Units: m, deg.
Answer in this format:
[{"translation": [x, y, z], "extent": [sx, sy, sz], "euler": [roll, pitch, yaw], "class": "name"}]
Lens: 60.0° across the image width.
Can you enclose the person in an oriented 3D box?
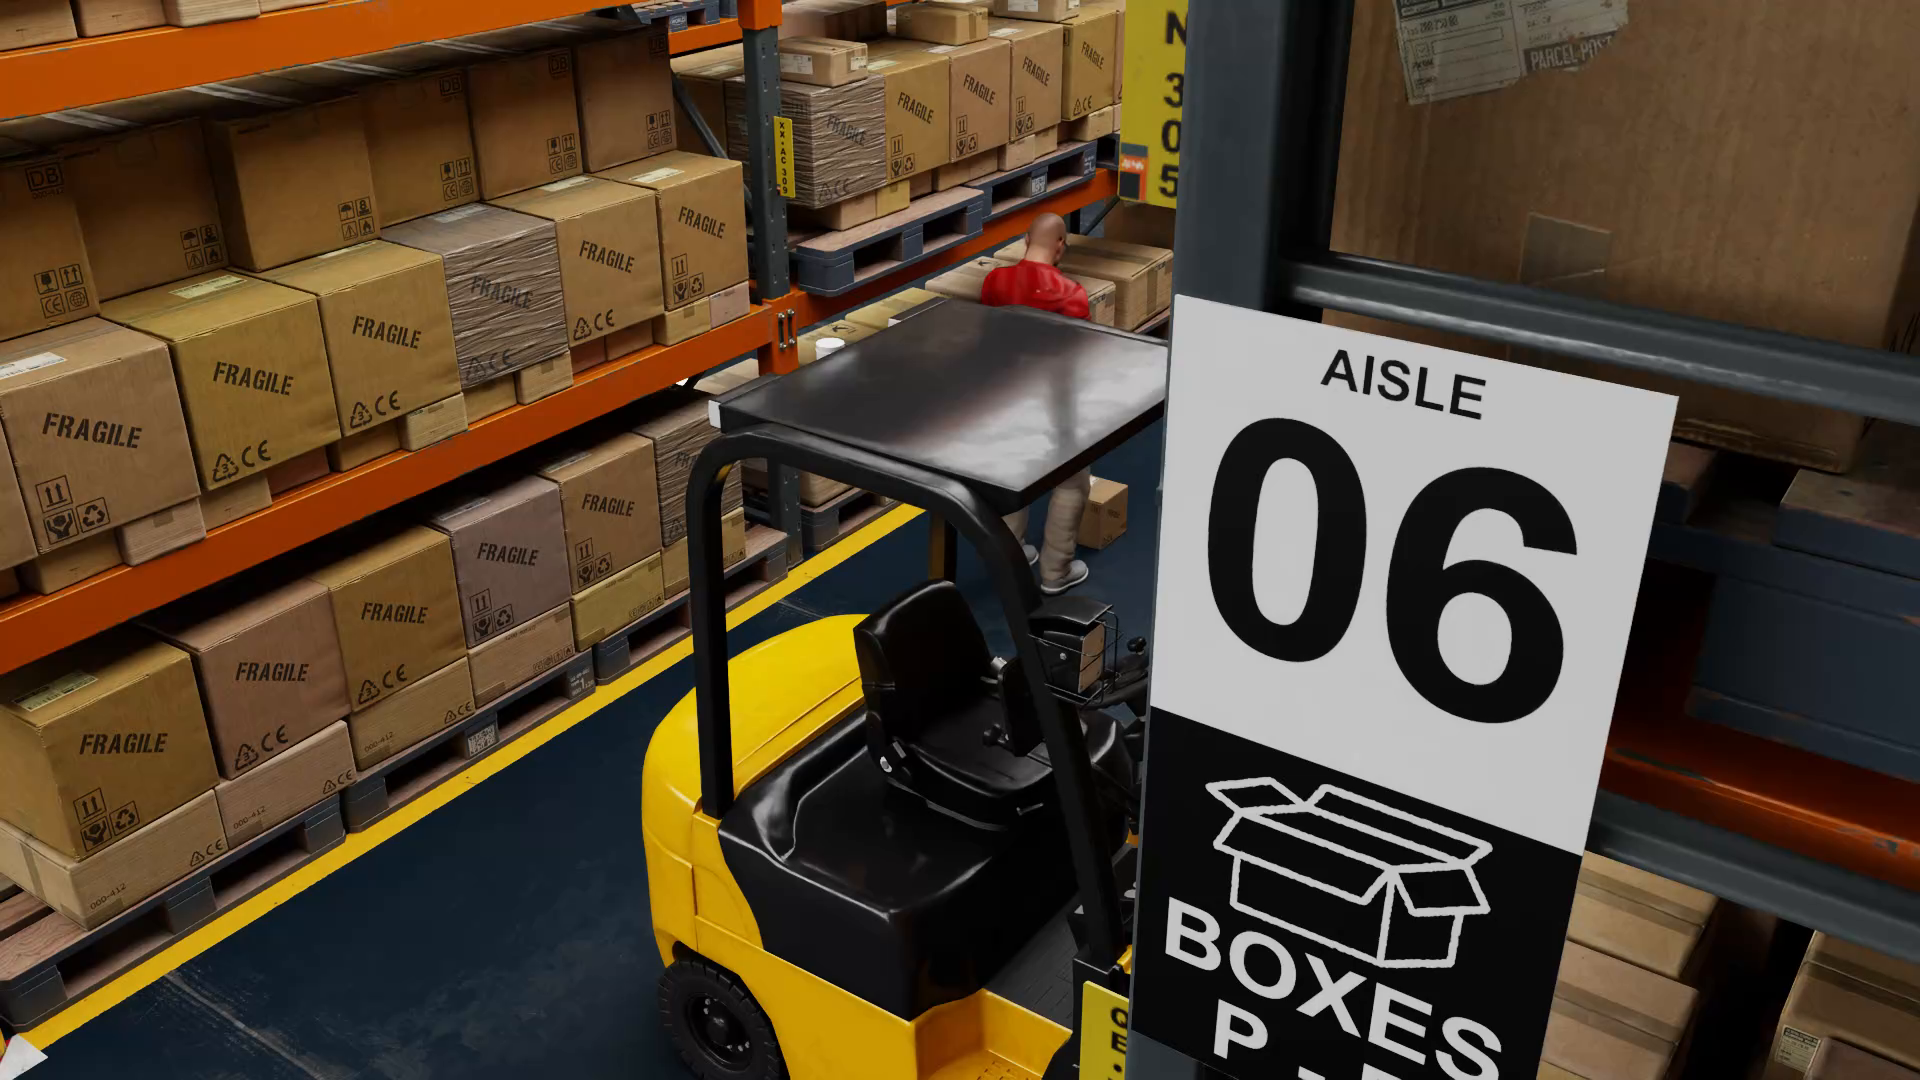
[{"translation": [0.335, -0.593, 7.356], "extent": [0.547, 1.700, 0.383], "euler": [17, 32, 31], "class": "person"}]
